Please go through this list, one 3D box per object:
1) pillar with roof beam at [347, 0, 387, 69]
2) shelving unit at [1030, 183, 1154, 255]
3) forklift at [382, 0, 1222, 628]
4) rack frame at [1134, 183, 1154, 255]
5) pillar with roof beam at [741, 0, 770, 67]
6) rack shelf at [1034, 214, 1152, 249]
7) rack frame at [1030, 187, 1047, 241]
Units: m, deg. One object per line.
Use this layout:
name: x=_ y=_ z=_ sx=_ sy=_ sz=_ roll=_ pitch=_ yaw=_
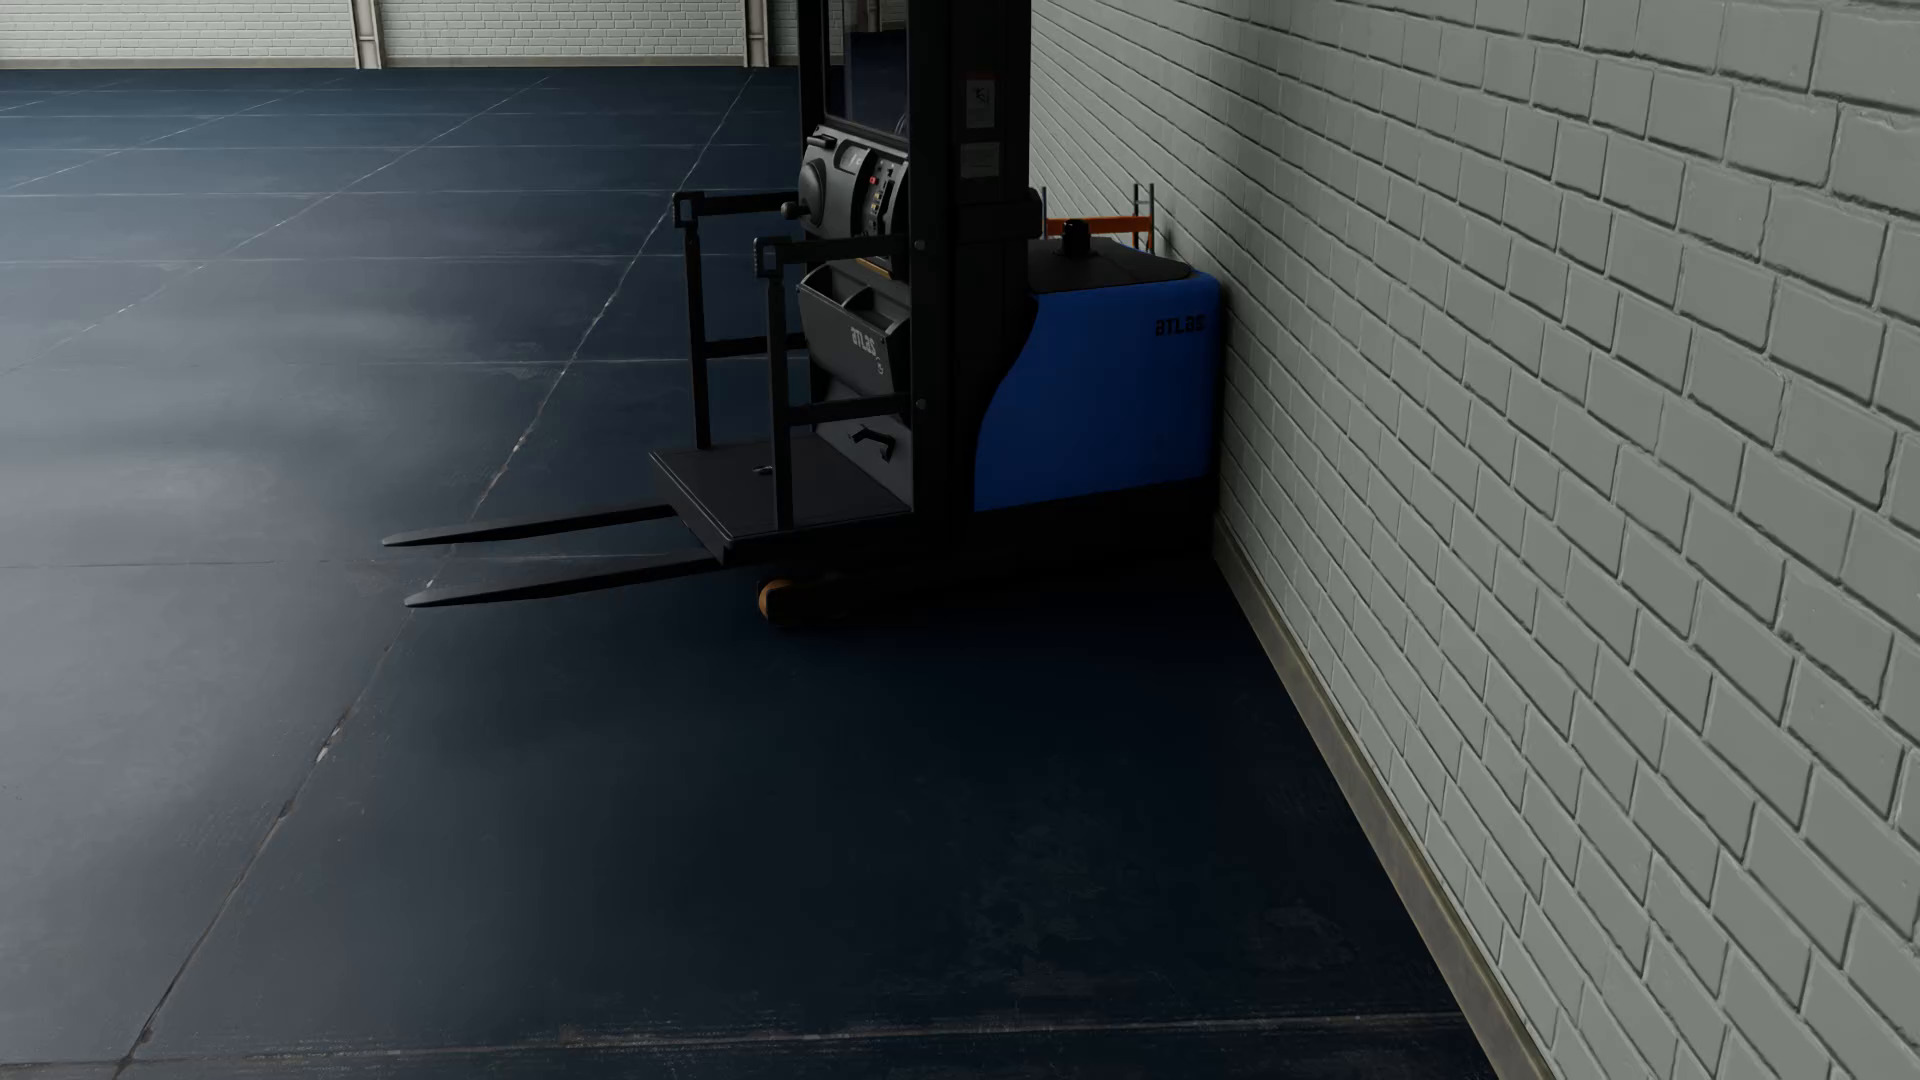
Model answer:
pillar with roof beam: x=-8.953 y=-10.053 z=20.379 sx=0.400 sy=9.000 sz=9.100 roll=-1 pitch=21 yaw=-3
shelving unit: x=0.596 y=-0.981 z=7.469 sx=0.503 sy=1.200 sz=0.258 roll=-4 pitch=13 yaw=-12
forklift: x=-0.570 y=-1.278 z=5.857 sx=3.031 sy=2.935 sz=1.130 roll=-9 pitch=23 yaw=-23
rack frame: x=0.834 y=-0.999 z=7.519 sx=0.015 sy=1.200 sz=0.240 roll=-4 pitch=13 yaw=-12
pillar with roof beam: x=-2.963 y=-10.175 z=20.699 sx=0.400 sy=9.000 sz=9.100 roll=-1 pitch=21 yaw=-3
rack shelf: x=0.584 y=-1.365 z=7.386 sx=0.480 sy=0.148 sz=0.258 roll=-4 pitch=13 yaw=-12
rack frame: x=0.358 y=-0.962 z=7.420 sx=0.015 sy=1.200 sz=0.240 roll=-4 pitch=13 yaw=-12
